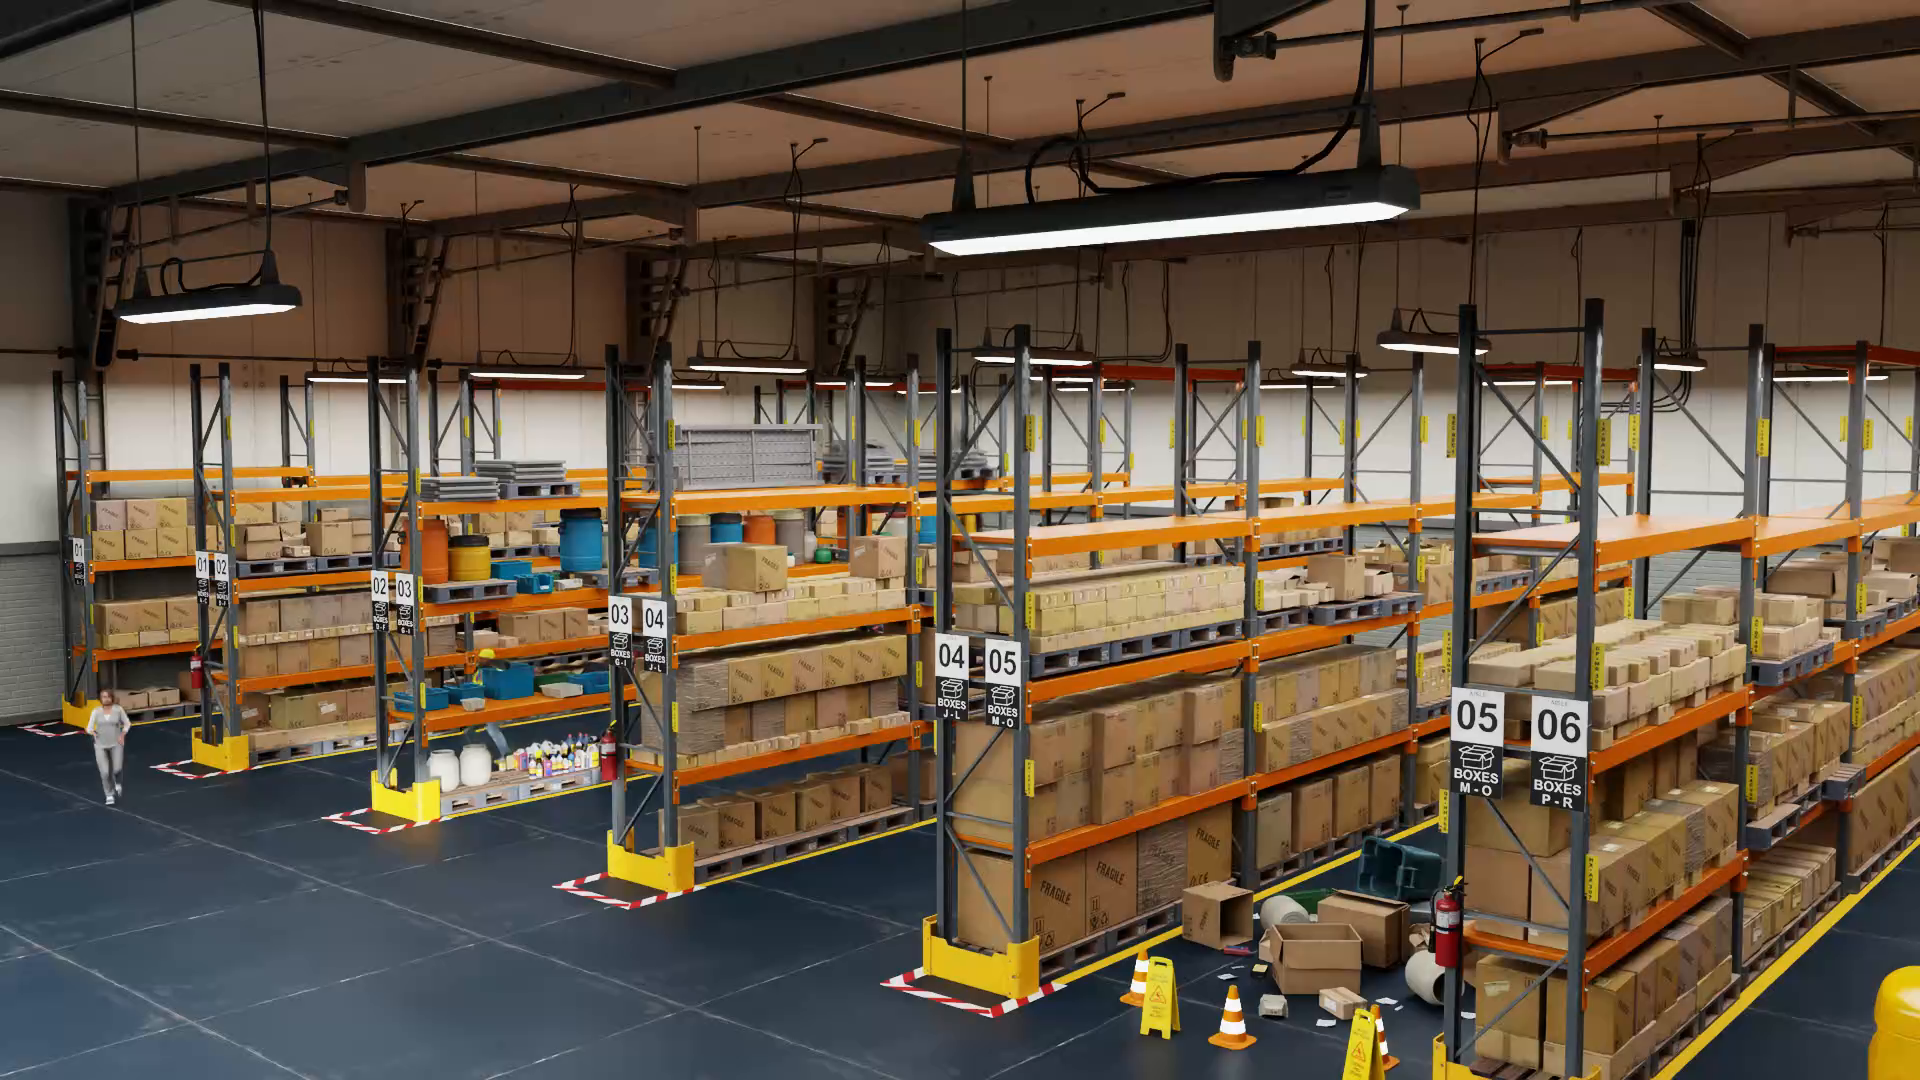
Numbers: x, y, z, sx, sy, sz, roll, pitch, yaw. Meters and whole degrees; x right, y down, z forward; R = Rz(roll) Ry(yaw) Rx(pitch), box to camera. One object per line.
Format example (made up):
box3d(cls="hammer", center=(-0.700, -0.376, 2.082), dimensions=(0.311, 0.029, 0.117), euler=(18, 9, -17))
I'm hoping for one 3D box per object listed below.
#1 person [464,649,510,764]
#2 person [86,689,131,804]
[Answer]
box3d(cls="person", center=(-7.015, 2.514, 24.587), dimensions=(0.671, 1.826, 0.757), euler=(3, 5, 37))
box3d(cls="person", center=(-11.428, 2.775, 22.327), dimensions=(0.529, 1.553, 0.551), euler=(-2, 5, -25))
